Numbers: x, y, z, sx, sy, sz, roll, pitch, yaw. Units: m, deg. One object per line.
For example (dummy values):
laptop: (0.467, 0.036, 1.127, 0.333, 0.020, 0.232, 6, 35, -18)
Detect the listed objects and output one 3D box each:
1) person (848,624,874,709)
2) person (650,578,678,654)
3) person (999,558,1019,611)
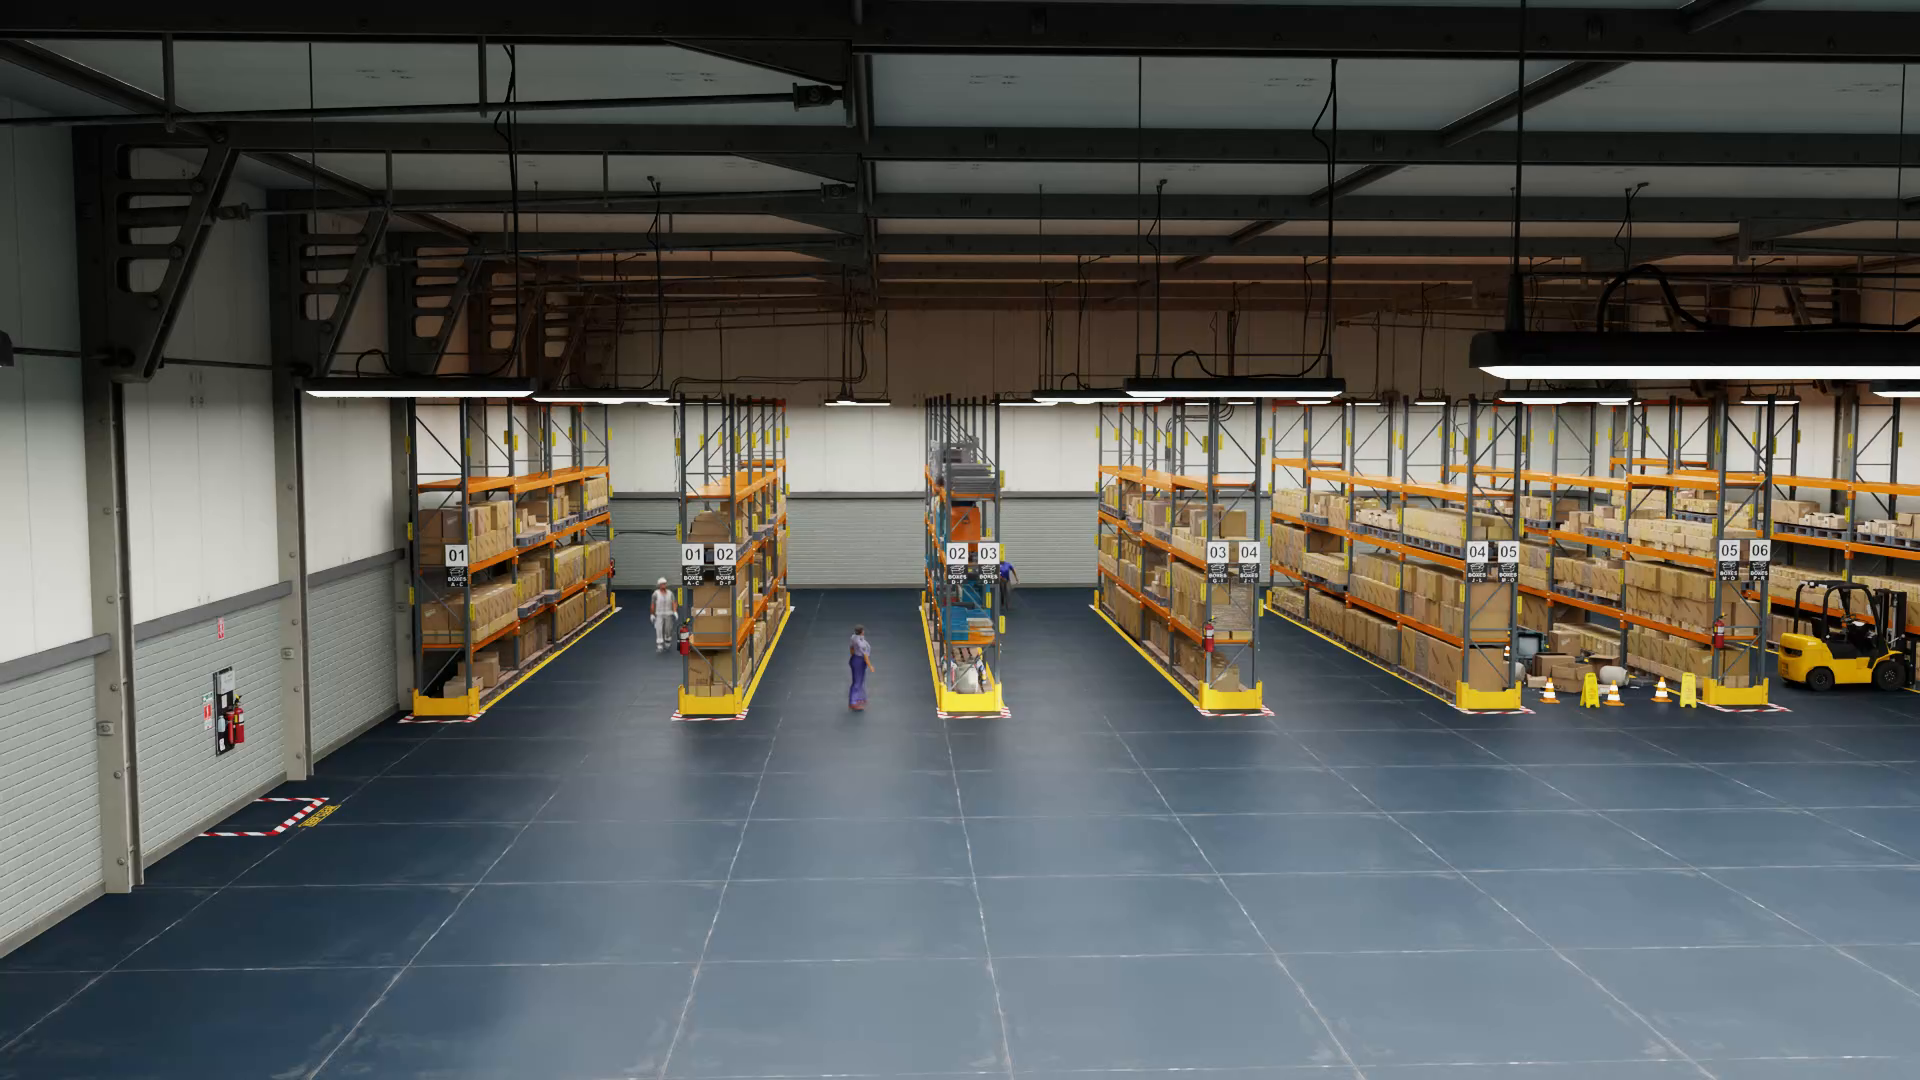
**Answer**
person: (-1.901, 2.405, 31.851, 0.572, 1.649, 0.659, -1, 5, -16)
person: (-6.919, 1.762, 38.847, 0.637, 1.731, 1.055, 0, 5, -5)
person: (1.348, 1.197, 47.055, 0.684, 1.586, 0.973, -1, 5, -12)
